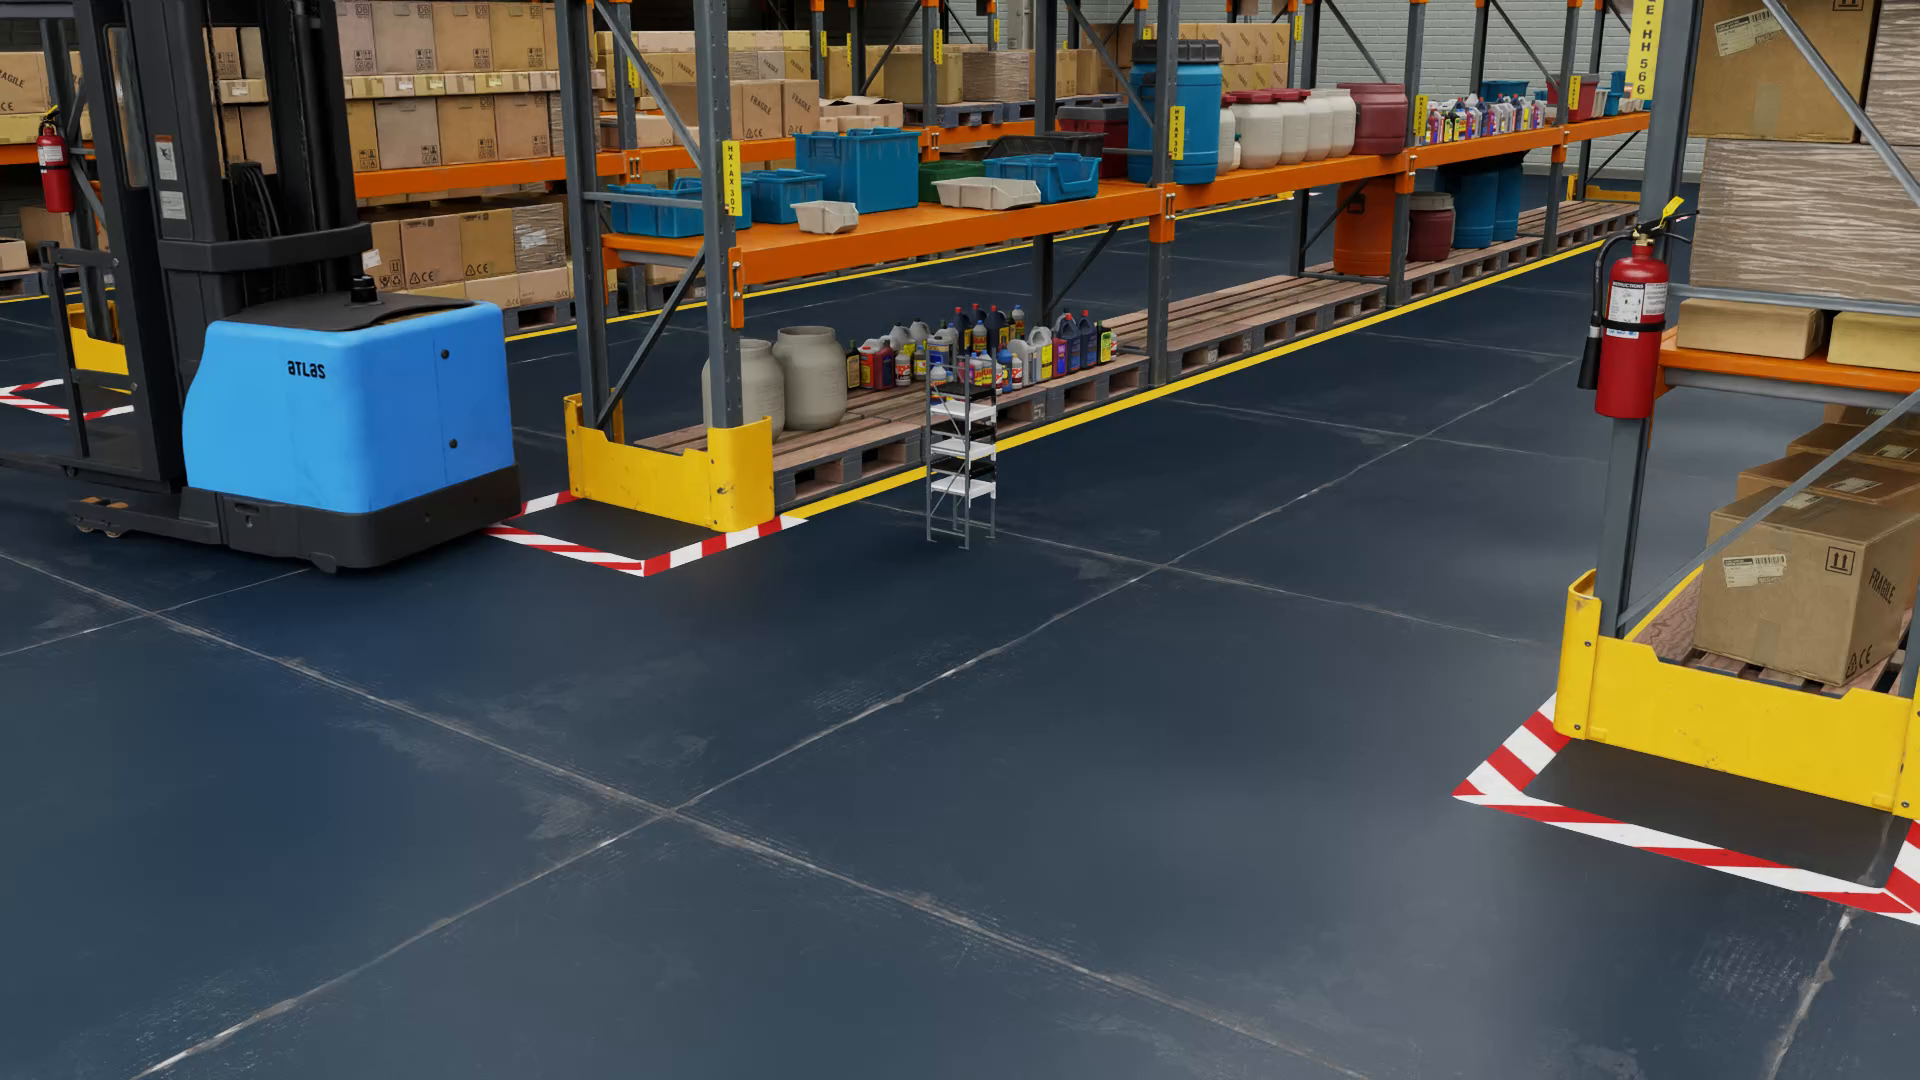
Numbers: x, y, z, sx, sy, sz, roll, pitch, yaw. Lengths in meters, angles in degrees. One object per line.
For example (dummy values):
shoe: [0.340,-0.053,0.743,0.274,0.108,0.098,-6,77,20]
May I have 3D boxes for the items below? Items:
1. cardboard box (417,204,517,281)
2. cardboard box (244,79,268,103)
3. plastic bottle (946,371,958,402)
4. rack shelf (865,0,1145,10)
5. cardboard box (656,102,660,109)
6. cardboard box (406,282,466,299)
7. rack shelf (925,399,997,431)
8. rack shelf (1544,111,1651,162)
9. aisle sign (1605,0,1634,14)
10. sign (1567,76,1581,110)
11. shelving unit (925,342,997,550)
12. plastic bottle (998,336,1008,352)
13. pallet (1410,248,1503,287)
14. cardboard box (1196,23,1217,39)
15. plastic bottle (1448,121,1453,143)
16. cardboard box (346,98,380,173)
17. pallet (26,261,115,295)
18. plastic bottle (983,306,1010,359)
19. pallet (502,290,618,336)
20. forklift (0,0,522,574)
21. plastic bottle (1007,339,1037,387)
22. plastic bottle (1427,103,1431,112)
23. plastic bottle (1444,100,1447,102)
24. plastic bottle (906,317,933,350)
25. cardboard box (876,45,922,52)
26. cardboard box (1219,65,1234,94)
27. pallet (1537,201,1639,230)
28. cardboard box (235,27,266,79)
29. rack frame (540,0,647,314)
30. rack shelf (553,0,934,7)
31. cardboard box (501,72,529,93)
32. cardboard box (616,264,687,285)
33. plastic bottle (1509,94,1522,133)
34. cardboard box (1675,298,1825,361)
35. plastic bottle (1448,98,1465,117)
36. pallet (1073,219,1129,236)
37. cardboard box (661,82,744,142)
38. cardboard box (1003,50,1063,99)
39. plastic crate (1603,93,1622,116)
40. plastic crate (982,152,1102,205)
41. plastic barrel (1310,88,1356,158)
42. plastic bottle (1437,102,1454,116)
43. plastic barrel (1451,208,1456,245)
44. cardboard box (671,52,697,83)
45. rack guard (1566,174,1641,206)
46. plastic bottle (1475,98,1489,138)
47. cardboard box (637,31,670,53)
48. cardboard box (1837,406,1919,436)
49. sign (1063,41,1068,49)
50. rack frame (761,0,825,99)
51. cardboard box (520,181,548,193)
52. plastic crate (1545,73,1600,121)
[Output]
cardboard box: [-3.749,-2.266,12.648,0.500,0.500,0.500,12,21,35]
cardboard box: [-4.718,-2.990,11.050,0.380,0.149,0.250,13,21,35]
plastic bottle: [-0.062,-0.853,9.409,0.097,0.201,0.097,0,17,0]
rack shelf: [0.529,-5.925,17.920,1.077,0.370,4.000,12,21,35]
cardboard box: [-3.827,-5.350,20.302,0.380,0.149,0.250,12,21,34]
cardboard box: [-4.037,-1.787,12.368,0.500,0.250,0.500,12,21,35]
rack shelf: [0.005,-0.572,7.573,0.258,0.077,0.200,12,21,35]
rack shelf: [6.888,-4.569,18.611,1.077,0.370,4.000,12,21,35]
aisle sign: [7.884,-6.700,19.877,0.394,0.787,0.004,12,21,35]
sign: [6.137,-4.471,16.615,0.100,0.325,0.005,12,21,35]
shelving unit: [0.005,-0.432,7.617,0.258,0.900,0.210,12,21,35]
plastic bottle: [0.284,-1.097,10.057,0.061,0.283,0.133,12,21,35]
pallet: [4.476,-2.636,15.876,1.003,0.211,1.213,12,21,35]
cardboard box: [2.841,-6.145,20.620,0.500,0.500,0.500,12,21,33]
plastic bottle: [4.276,-3.599,14.611,0.097,0.201,0.097,0,17,0]
cardboard box: [-4.532,-2.854,11.707,0.700,0.500,0.500,13,21,35]
pallet: [-8.125,-2.492,15.411,1.003,0.211,1.213,12,21,35]
plastic bottle: [0.231,-1.331,10.698,0.144,0.351,0.185,12,21,35]
pallet: [-3.554,-1.893,13.484,1.003,0.211,1.213,12,21,35]
forklift: [-3.641,-1.538,7.755,3.031,2.935,1.130,8,19,25]
plastic bottle: [0.370,-1.075,9.998,0.152,0.276,0.135,13,21,36]
plastic bottle: [4.424,-4.058,15.963,0.152,0.276,0.135,12,21,35]
plastic bottle: [4.805,-4.222,16.498,0.097,0.271,0.097,0,17,0]
plastic bottle: [-0.251,-1.211,10.309,0.144,0.351,0.185,12,21,34]
cardboard box: [-1.059,-6.804,24.091,0.980,0.700,0.700,11,20,32]
cardboard box: [3.147,-5.796,21.181,0.500,0.500,0.500,12,21,34]
pallet: [7.557,-3.867,19.842,1.003,0.211,1.213,12,21,35]
cardboard box: [-4.801,-3.369,11.179,0.700,0.500,0.500,12,21,33]
rack frame: [-3.046,-3.407,13.656,1.000,3.000,0.127,12,21,35]
rack shelf: [-1.855,-4.972,14.852,1.077,0.370,4.000,12,21,35]
cardboard box: [-3.495,-3.478,12.622,0.380,0.149,0.250,12,21,35]
cardboard box: [-2.607,-2.346,14.170,0.500,0.250,0.500,12,21,33]
plastic bottle: [5.301,-4.092,15.945,0.144,0.351,0.185,12,21,35]
cardboard box: [2.528,-0.687,5.322,0.380,0.149,0.250,12,21,35]
plastic bottle: [4.552,-3.868,15.225,0.144,0.351,0.185,12,21,35]
pallet: [1.266,-3.780,19.560,1.003,0.211,1.213,12,21,35]
cardboard box: [-2.262,-3.760,14.625,0.500,0.500,0.500,14,22,39]
cardboard box: [0.717,-5.129,18.325,0.700,0.500,0.500,7,19,21]
plastic crate: [7.062,-4.803,18.334,0.416,0.233,0.300,12,21,35]
plastic crate: [0.488,-2.148,9.854,0.499,0.251,0.616,12,21,35]
plastic barrel: [2.871,-3.254,12.976,0.421,0.512,0.421,0,17,0]
plastic bottle: [4.685,-4.086,16.054,0.152,0.276,0.135,12,21,35]
plastic barrel: [4.528,-3.035,15.945,0.421,0.512,0.421,0,17,0]
cardboard box: [-3.533,-5.745,20.482,0.500,0.500,0.500,12,21,34]
rack guard: [8.083,-4.203,20.435,1.175,0.500,0.348,12,21,35]
plastic bottle: [4.755,-3.873,15.242,0.144,0.351,0.185,12,21,35]
cardboard box: [-3.847,-5.982,19.981,0.500,0.250,0.500,12,21,34]
cardboard box: [3.995,-0.274,7.076,0.500,0.500,0.500,10,20,30]
sign: [1.280,-5.820,19.967,0.100,0.325,0.005,12,21,35]
rack frame: [-2.260,-6.187,22.608,1.000,3.000,0.127,12,21,35]
cardboard box: [-5.031,-4.070,19.264,0.700,0.500,0.500,13,21,35]
plastic crate: [6.429,-4.664,17.494,0.402,0.464,0.583,12,21,35]
